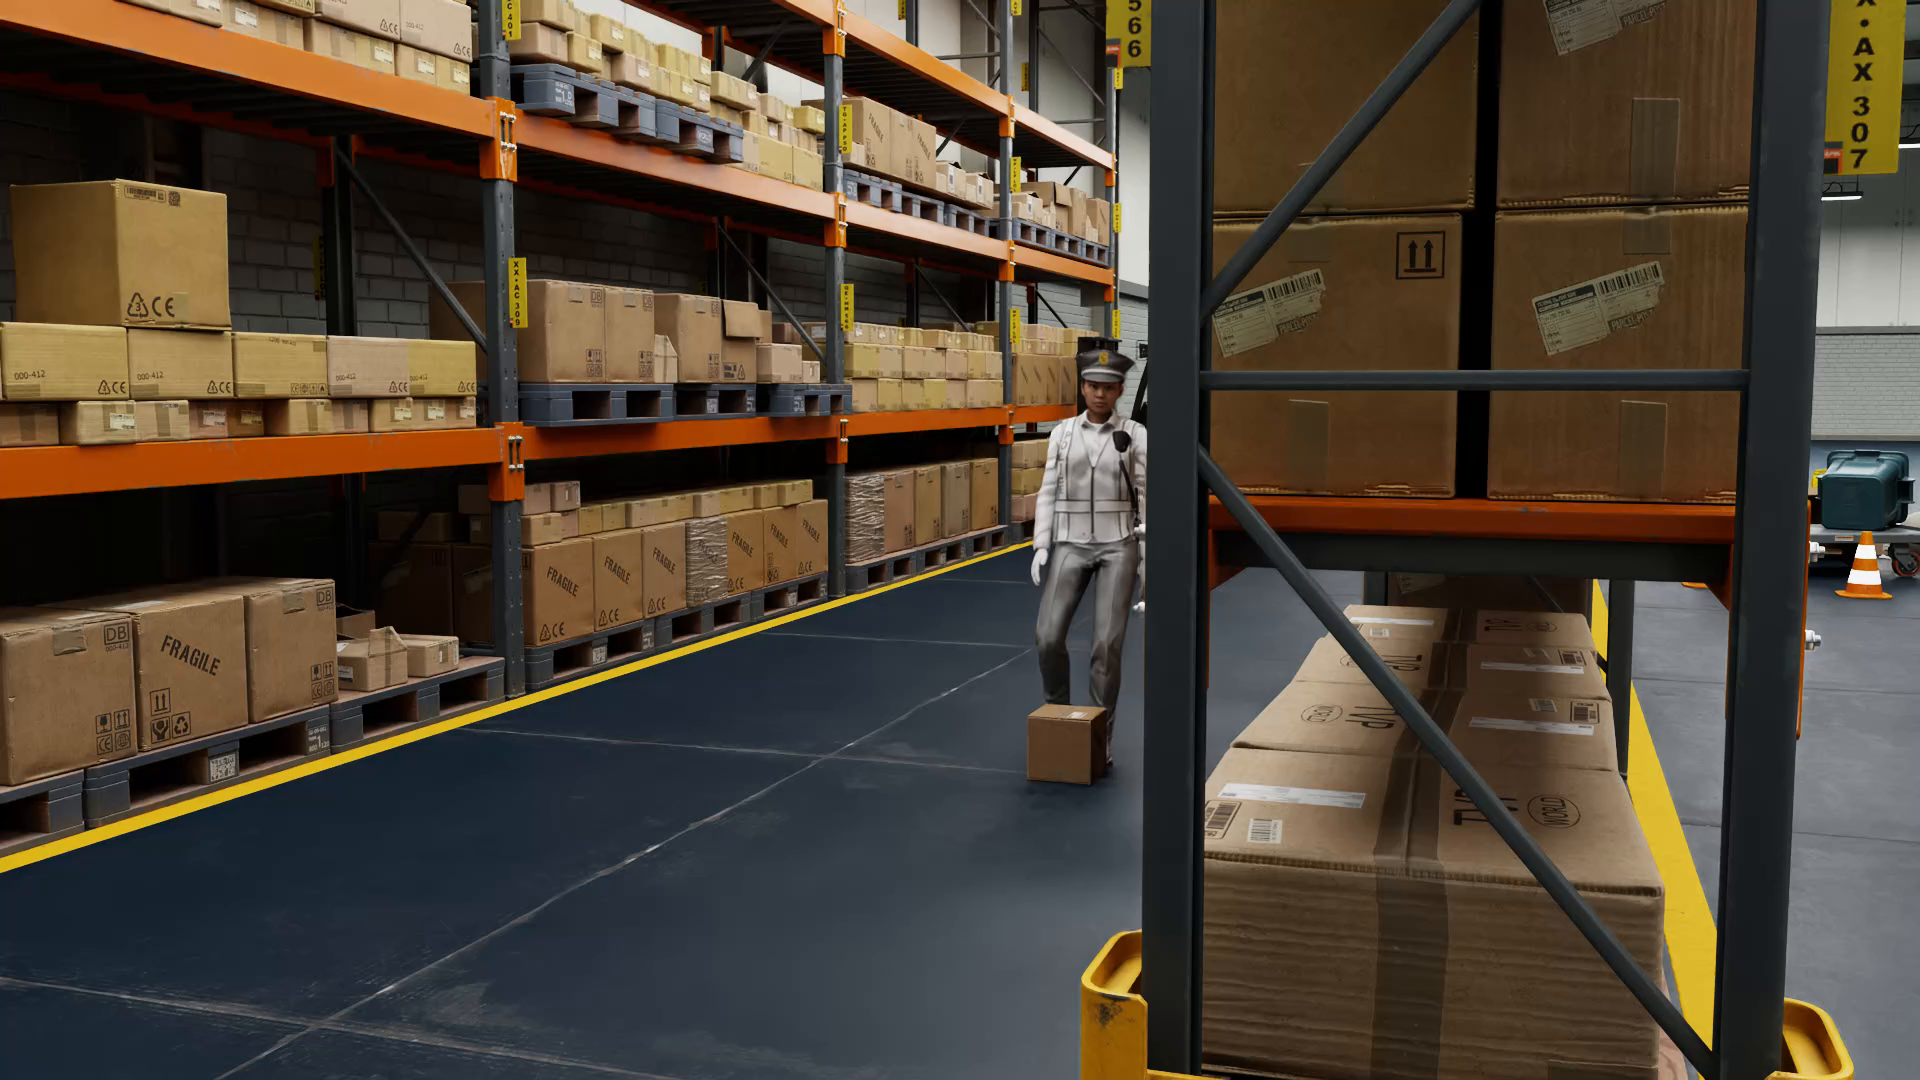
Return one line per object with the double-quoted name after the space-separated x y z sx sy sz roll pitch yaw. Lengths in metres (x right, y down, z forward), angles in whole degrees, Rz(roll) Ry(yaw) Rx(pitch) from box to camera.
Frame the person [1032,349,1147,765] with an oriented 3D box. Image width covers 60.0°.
0.545 0.055 6.741 0.507 1.648 0.512 1 5 12 "person"
